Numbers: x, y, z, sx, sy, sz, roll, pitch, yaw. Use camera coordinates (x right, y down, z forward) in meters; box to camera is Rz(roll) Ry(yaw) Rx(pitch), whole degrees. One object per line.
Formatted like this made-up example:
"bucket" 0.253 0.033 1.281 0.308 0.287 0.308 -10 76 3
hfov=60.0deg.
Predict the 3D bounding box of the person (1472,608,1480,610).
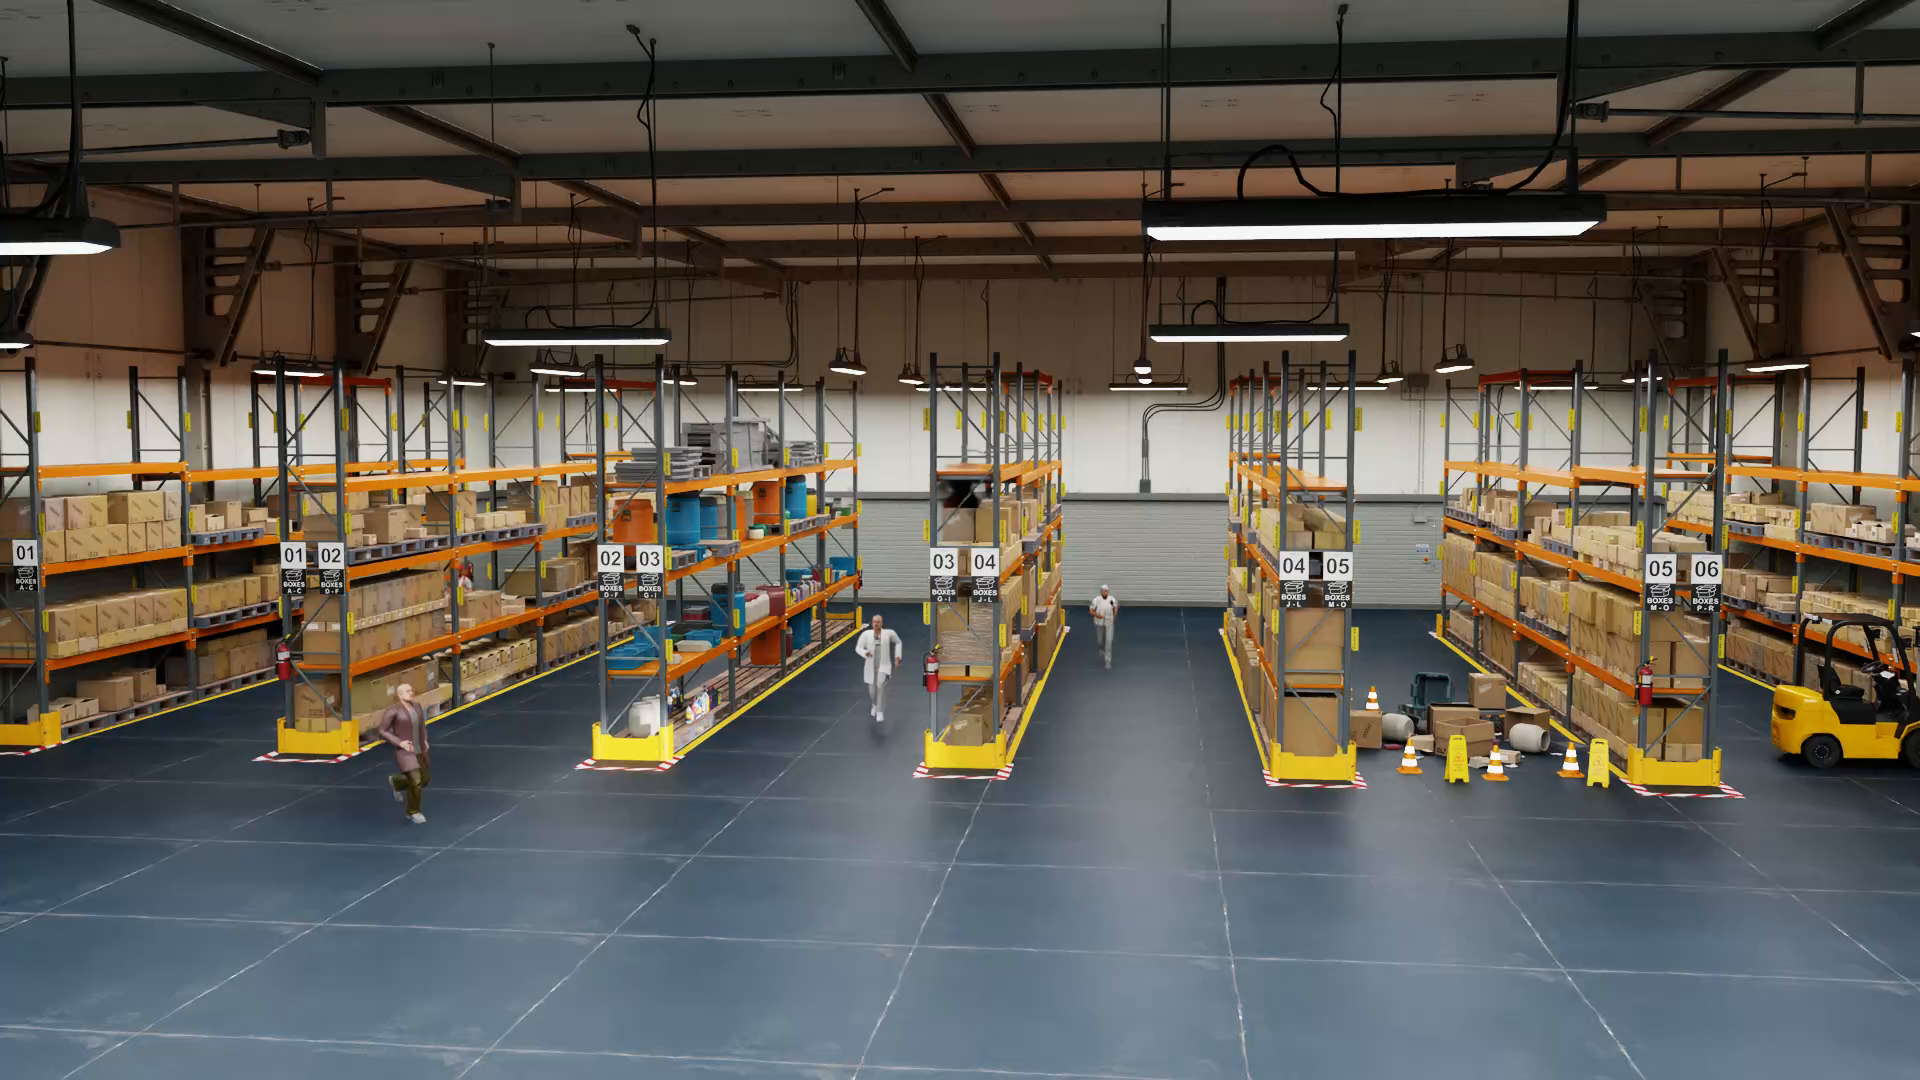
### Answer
"person" 12.463 1.427 39.730 0.650 1.576 0.582 3 5 40

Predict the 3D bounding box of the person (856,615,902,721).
"person" -1.322 2.046 27.048 0.736 1.680 0.893 0 4 6

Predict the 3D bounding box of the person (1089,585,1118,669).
"person" 2.954 1.763 34.301 0.574 1.685 1.086 1 4 8

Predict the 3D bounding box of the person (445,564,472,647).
"person" -11.272 1.461 37.377 0.646 1.846 0.796 0 4 -5

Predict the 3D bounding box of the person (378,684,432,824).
"person" -6.954 2.670 20.919 0.637 1.734 0.741 2 4 26
